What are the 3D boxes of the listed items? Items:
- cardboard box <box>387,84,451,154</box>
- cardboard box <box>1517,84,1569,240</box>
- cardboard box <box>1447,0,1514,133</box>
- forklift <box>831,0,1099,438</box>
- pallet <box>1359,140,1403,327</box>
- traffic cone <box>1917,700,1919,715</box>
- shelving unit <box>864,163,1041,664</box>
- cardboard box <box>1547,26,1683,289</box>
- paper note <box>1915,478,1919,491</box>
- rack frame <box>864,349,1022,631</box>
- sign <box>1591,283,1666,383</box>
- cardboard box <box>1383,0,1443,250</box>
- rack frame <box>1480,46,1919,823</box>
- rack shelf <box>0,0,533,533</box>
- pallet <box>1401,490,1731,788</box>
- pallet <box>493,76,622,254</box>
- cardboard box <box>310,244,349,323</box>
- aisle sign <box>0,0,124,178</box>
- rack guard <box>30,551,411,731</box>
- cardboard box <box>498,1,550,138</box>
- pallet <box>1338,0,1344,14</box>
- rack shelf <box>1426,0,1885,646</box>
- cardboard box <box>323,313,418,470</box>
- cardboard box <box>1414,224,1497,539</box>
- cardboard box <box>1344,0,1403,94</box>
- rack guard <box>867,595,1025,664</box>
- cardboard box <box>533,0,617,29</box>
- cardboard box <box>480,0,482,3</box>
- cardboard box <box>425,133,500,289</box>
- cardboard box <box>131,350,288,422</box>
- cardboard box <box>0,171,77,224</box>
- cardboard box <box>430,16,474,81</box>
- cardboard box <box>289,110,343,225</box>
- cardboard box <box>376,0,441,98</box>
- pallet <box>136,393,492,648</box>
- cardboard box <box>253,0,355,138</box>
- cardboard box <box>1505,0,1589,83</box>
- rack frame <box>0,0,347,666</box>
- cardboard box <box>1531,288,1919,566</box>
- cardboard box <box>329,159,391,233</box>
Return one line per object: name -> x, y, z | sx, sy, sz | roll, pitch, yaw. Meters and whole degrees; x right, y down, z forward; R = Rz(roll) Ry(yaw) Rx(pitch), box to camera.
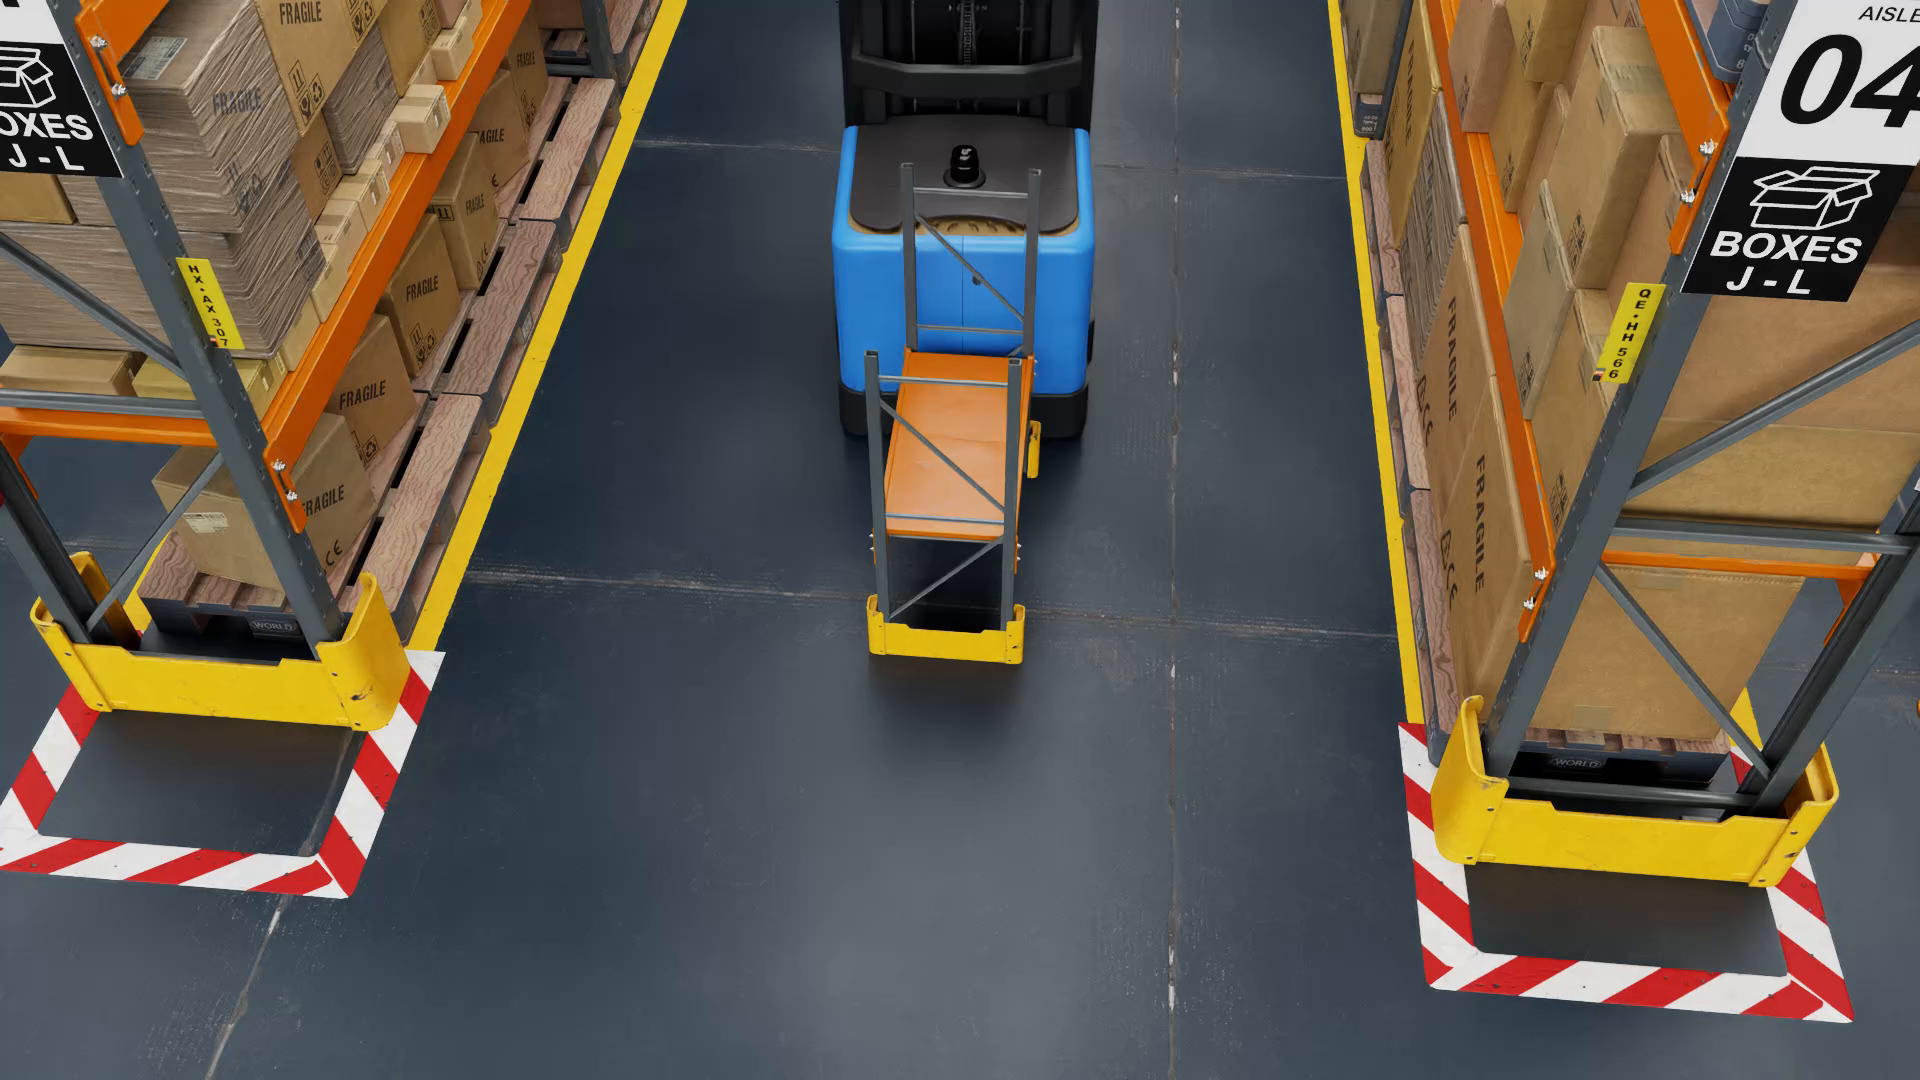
cardboard box -> -2.184, -1.620, 6.369 | 0.380, 0.149, 0.250 | 4, 48, 4
cardboard box -> 2.443, -1.143, 5.661 | 0.875, 0.550, 0.550 | 4, 48, 4
cardboard box -> 2.399, -1.932, 6.382 | 0.875, 0.550, 0.550 | 4, 48, 4
forklift -> 0.041, -2.495, 7.046 | 1.130, 2.935, 3.031 | 1, 48, 1
pallet -> 2.467, -1.453, 7.936 | 1.003, 0.211, 1.213 | 4, 48, 4
traffic cone -> 3.712, 0.553, 5.930 | 0.336, 0.463, 0.334 | 4, 48, 4
shelving unit -> -0.007, -0.450, 6.145 | 0.587, 1.500, 1.083 | 4, 48, 4
cardboard box -> 2.281, -1.104, 4.893 | 0.875, 0.550, 0.550 | 4, 48, 4
paper note -> 4.031, -0.243, 6.966 | 0.032, 0.001, 0.123 | 28, 53, 23
rack frame -> -0.054, -0.070, 5.798 | 0.500, 1.500, 0.032 | 4, 48, 4
sign -> 1.711, -0.526, 4.253 | 0.100, 0.325, 0.005 | 4, 48, 4
cardboard box -> 2.487, -1.915, 7.624 | 0.875, 0.875, 0.875 | 5, 48, 4
rack frame -> 2.250, -0.008, 4.725 | 1.000, 3.000, 0.127 | 4, 48, 4
rack shelf -> -2.498, -1.643, 6.707 | 1.077, 0.370, 4.000 | 4, 48, 4
pallet -> 2.245, 0.340, 6.296 | 1.003, 0.211, 1.213 | 4, 48, 4
pallet -> -2.342, -1.918, 8.361 | 1.003, 0.211, 1.213 | 4, 48, 4
cardboard box -> -2.337, -0.890, 5.701 | 0.380, 0.149, 0.250 | 4, 48, 4
aisle sign -> -2.387, -1.228, 4.078 | 0.394, 0.787, 0.004 | 4, 48, 4
rack guard -> -2.673, 0.372, 6.071 | 1.175, 0.500, 0.348 | 4, 48, 4
cardboard box -> -2.392, -2.362, 8.287 | 0.500, 0.500, 0.500 | 3, 48, 2
pallet -> 2.718, -3.477, 9.787 | 1.003, 0.211, 1.213 | 4, 48, 4
rack shelf -> 2.432, -1.235, 6.334 | 1.077, 0.370, 4.000 | 4, 48, 4
cardboard box -> -2.586, -0.613, 6.688 | 0.500, 0.500, 0.500 | 15, 49, 14
cardboard box -> 2.324, -0.582, 6.405 | 0.875, 0.875, 0.875 | 3, 48, 3
cardboard box -> 2.581, -2.792, 8.511 | 1.050, 0.750, 0.750 | 4, 48, 3
rack guard -> -0.052, 0.338, 6.272 | 0.587, 0.250, 0.087 | 4, 48, 4
cardboard box -> -2.238, -3.110, 8.957 | 0.700, 0.500, 0.500 | 1, 48, 1
cardboard box -> -2.223, -2.364, 7.050 | 0.380, 0.149, 0.250 | 4, 48, 4
cardboard box -> -2.415, -1.479, 7.480 | 0.500, 0.500, 0.500 | 0, 48, 0
cardboard box -> -2.417, -0.525, 5.367 | 0.380, 0.149, 0.250 | 4, 48, 4
cardboard box -> -2.876, -1.308, 4.967 | 0.500, 0.500, 0.500 | 4, 48, 4
cardboard box -> -2.194, -1.992, 6.709 | 0.380, 0.149, 0.250 | 4, 48, 4
cardboard box -> -2.677, -1.328, 5.662 | 0.875, 0.500, 0.500 | 4, 48, 4
cardboard box -> -2.531, -2.059, 6.331 | 0.875, 0.500, 0.500 | 4, 48, 4
pallet -> -2.564, -0.125, 6.722 | 1.003, 0.211, 1.213 | 4, 48, 4
cardboard box -> -2.306, -1.640, 5.271 | 0.500, 0.500, 0.500 | 4, 48, 4
cardboard box -> 2.386, -1.904, 5.625 | 0.875, 0.550, 0.500 | 4, 48, 4
rack frame -> -2.680, -0.416, 5.098 | 1.000, 3.000, 0.127 | 4, 48, 4
cardboard box -> 2.239, -0.335, 4.922 | 0.875, 0.550, 0.550 | 4, 48, 4
cardboard box -> -2.305, -1.258, 6.038 | 0.380, 0.149, 0.250 | 4, 48, 4
